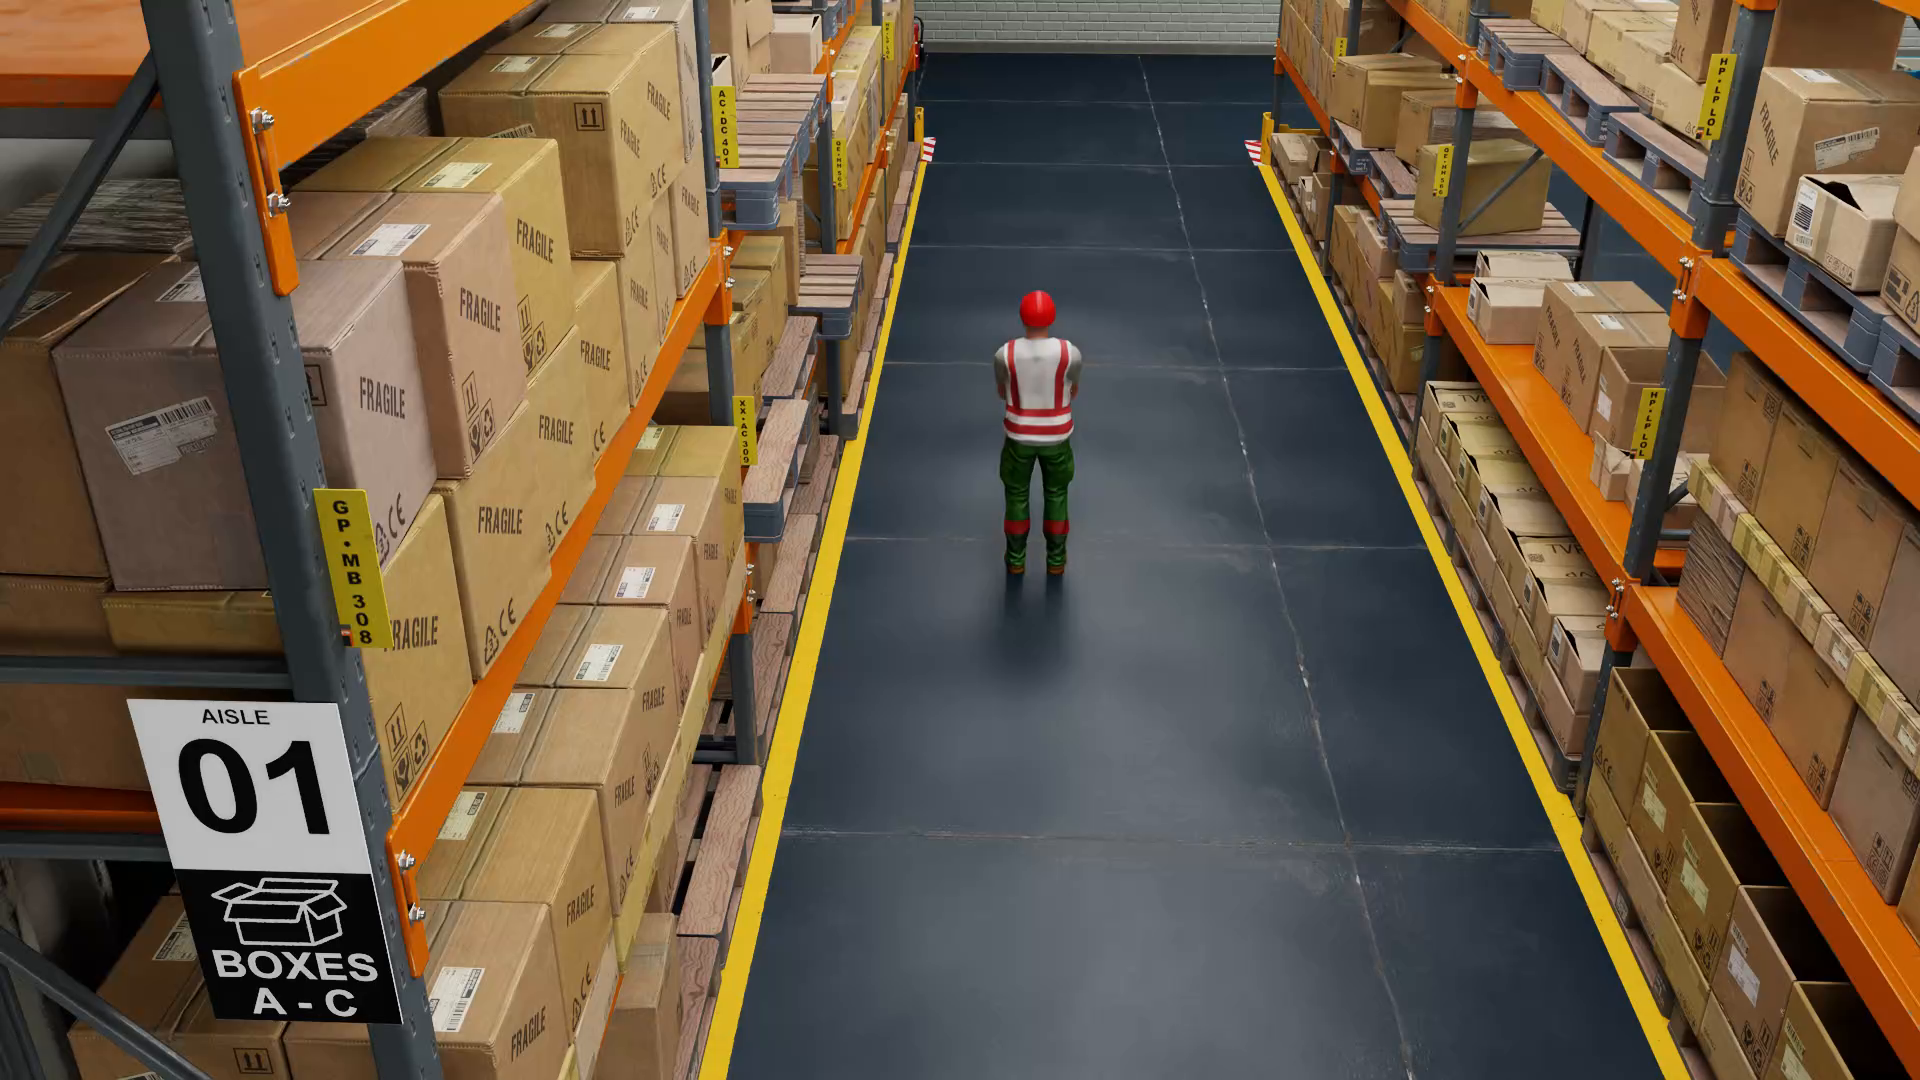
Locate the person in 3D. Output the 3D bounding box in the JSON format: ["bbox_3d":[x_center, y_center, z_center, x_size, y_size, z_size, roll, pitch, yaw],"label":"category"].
[{"bbox_3d":[0.452,-0.669,9.868,0.511,1.790,0.559,1,28,2],"label":"person"}]
